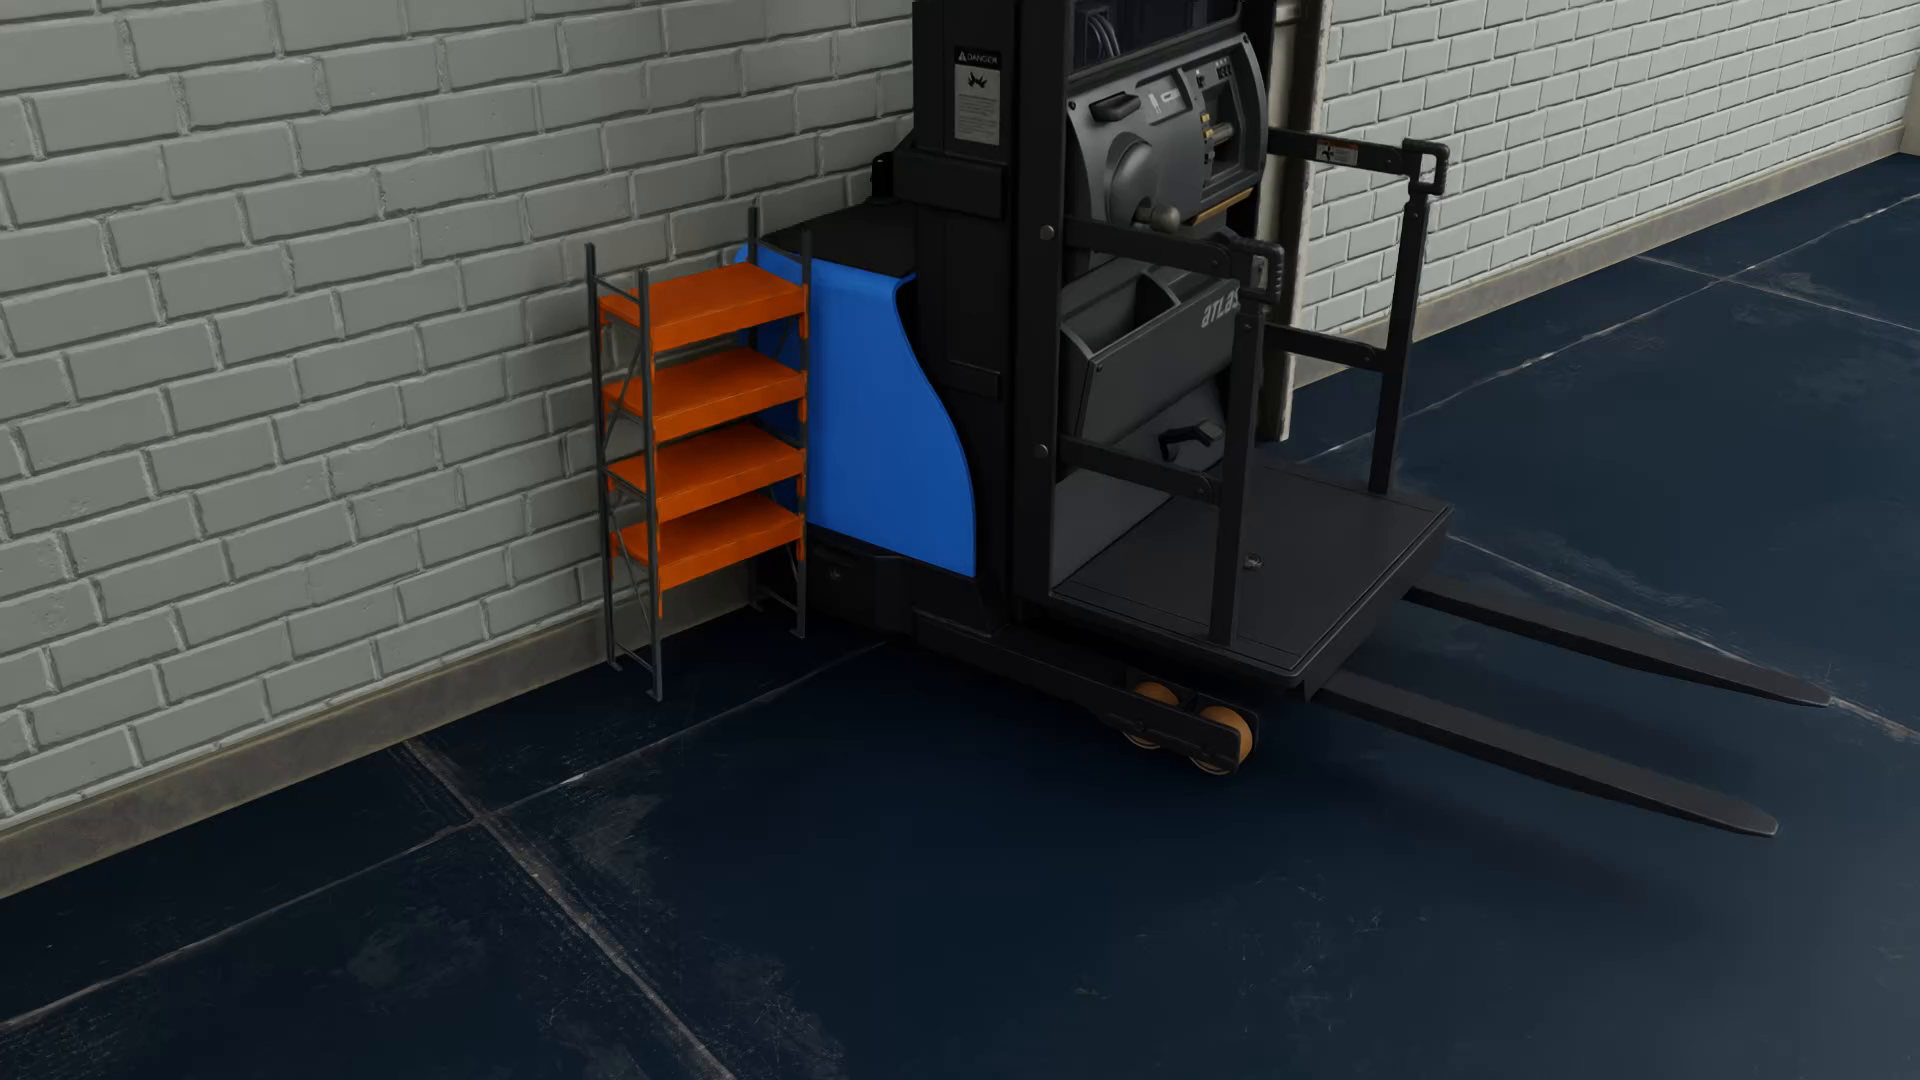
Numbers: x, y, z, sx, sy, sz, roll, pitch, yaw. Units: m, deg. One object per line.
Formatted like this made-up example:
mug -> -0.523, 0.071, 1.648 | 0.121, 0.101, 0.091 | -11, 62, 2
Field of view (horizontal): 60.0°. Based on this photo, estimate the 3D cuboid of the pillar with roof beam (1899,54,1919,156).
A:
pillar with roof beam -> 8.285, -4.620, 4.348 | 0.400, 9.000, 9.100 | -22, 35, -35

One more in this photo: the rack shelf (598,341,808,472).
rack shelf -> -0.658, -0.351, 4.272 | 0.480, 0.148, 0.258 | -23, 39, -39

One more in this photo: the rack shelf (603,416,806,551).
rack shelf -> -0.672, -0.156, 4.381 | 0.480, 0.148, 0.258 | -23, 39, -39

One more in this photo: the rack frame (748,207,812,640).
rack frame -> -0.493, -0.288, 4.501 | 0.015, 1.200, 0.240 | -23, 39, -39

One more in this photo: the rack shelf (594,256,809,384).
rack shelf -> -0.644, -0.557, 4.157 | 0.480, 0.148, 0.258 | -23, 39, -39

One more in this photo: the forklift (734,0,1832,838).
forklift -> 0.698, -0.993, 3.998 | 3.031, 2.935, 1.130 | 18, 33, 30

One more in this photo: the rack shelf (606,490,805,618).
rack shelf -> -0.684, 0.017, 4.478 | 0.480, 0.148, 0.258 | -23, 39, -39

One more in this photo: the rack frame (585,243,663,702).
rack frame -> -0.843, -0.141, 4.195 | 0.015, 1.200, 0.240 | -23, 39, -39

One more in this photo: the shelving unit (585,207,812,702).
shelving unit -> -0.668, -0.215, 4.348 | 0.503, 1.200, 0.258 | -23, 39, -39

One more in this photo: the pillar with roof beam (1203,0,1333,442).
pillar with roof beam -> 3.721, -2.785, 0.913 | 0.400, 9.000, 9.100 | -22, 35, -35
